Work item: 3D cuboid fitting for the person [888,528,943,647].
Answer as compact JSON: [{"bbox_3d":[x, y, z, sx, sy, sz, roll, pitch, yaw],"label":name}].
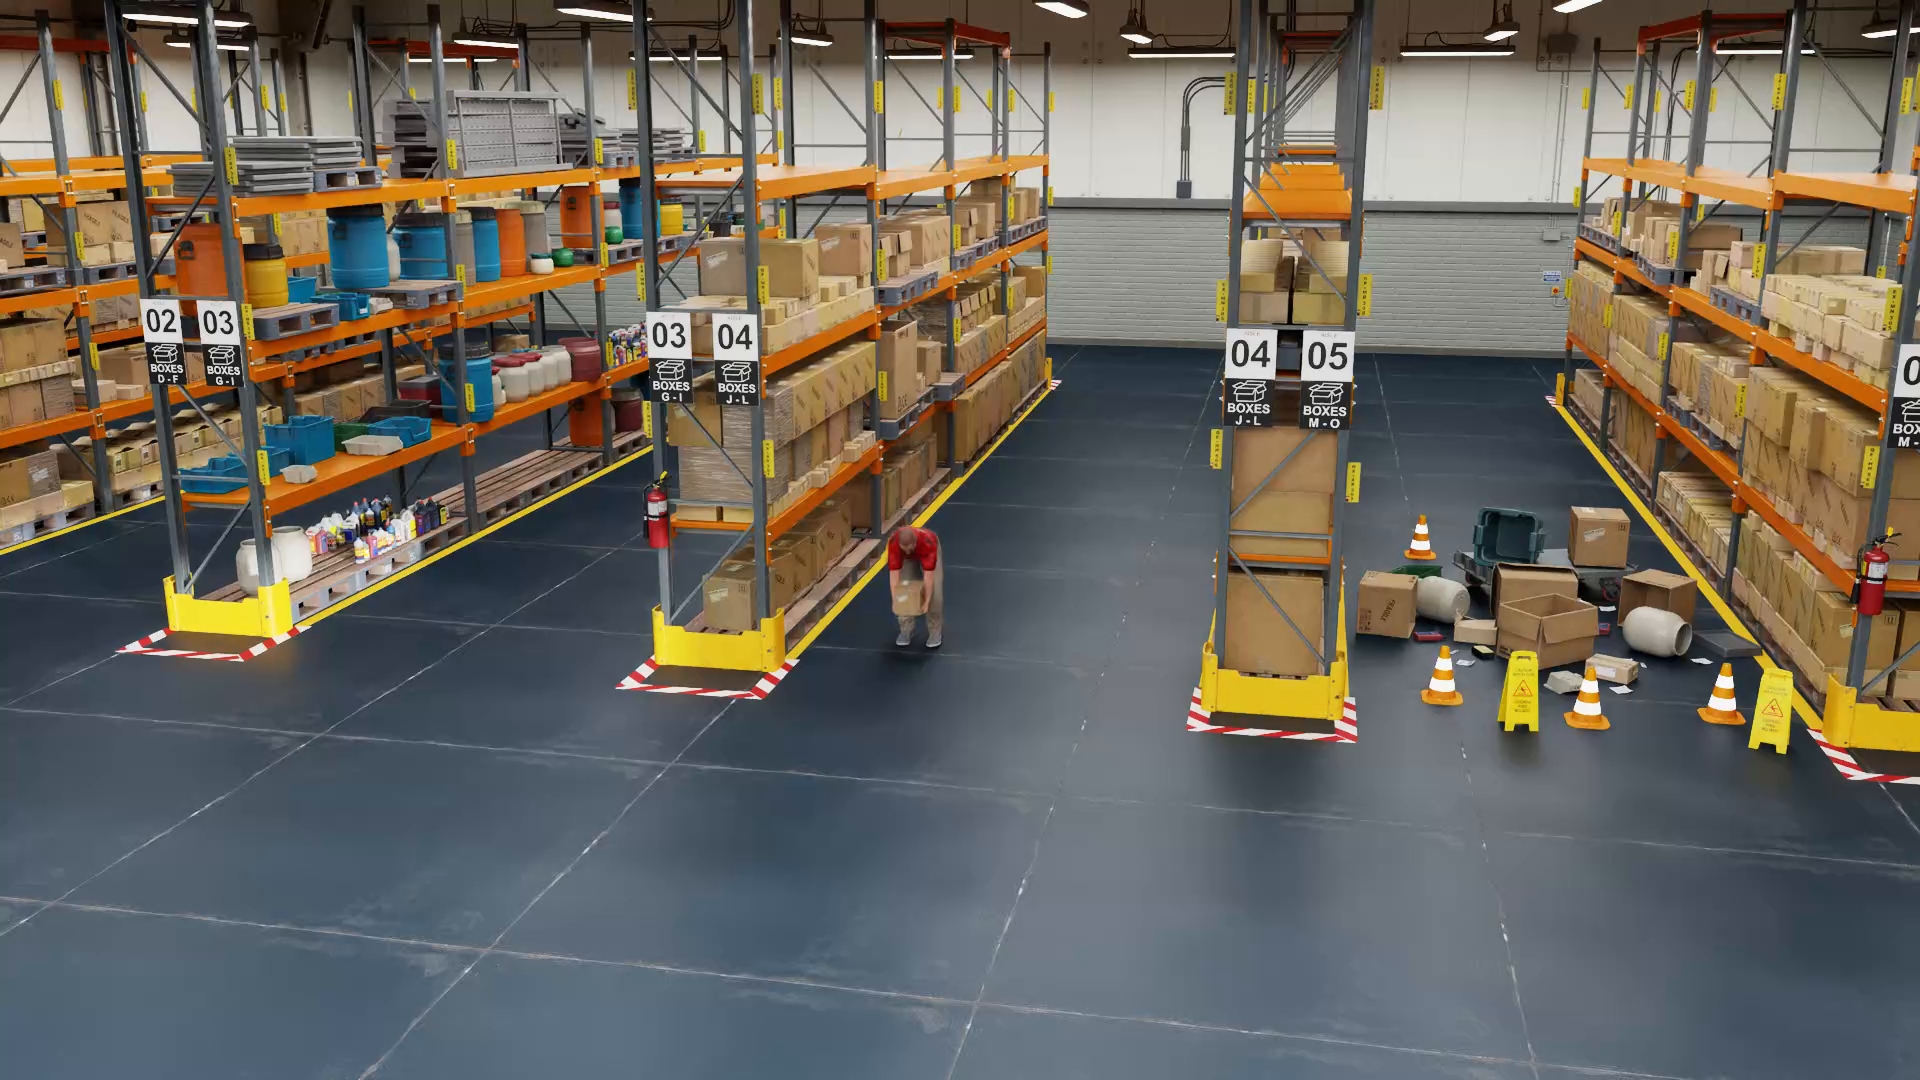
[{"bbox_3d":[-0.424,0.419,15.395,0.482,1.250,0.925,3,15,10],"label":"person"}]
